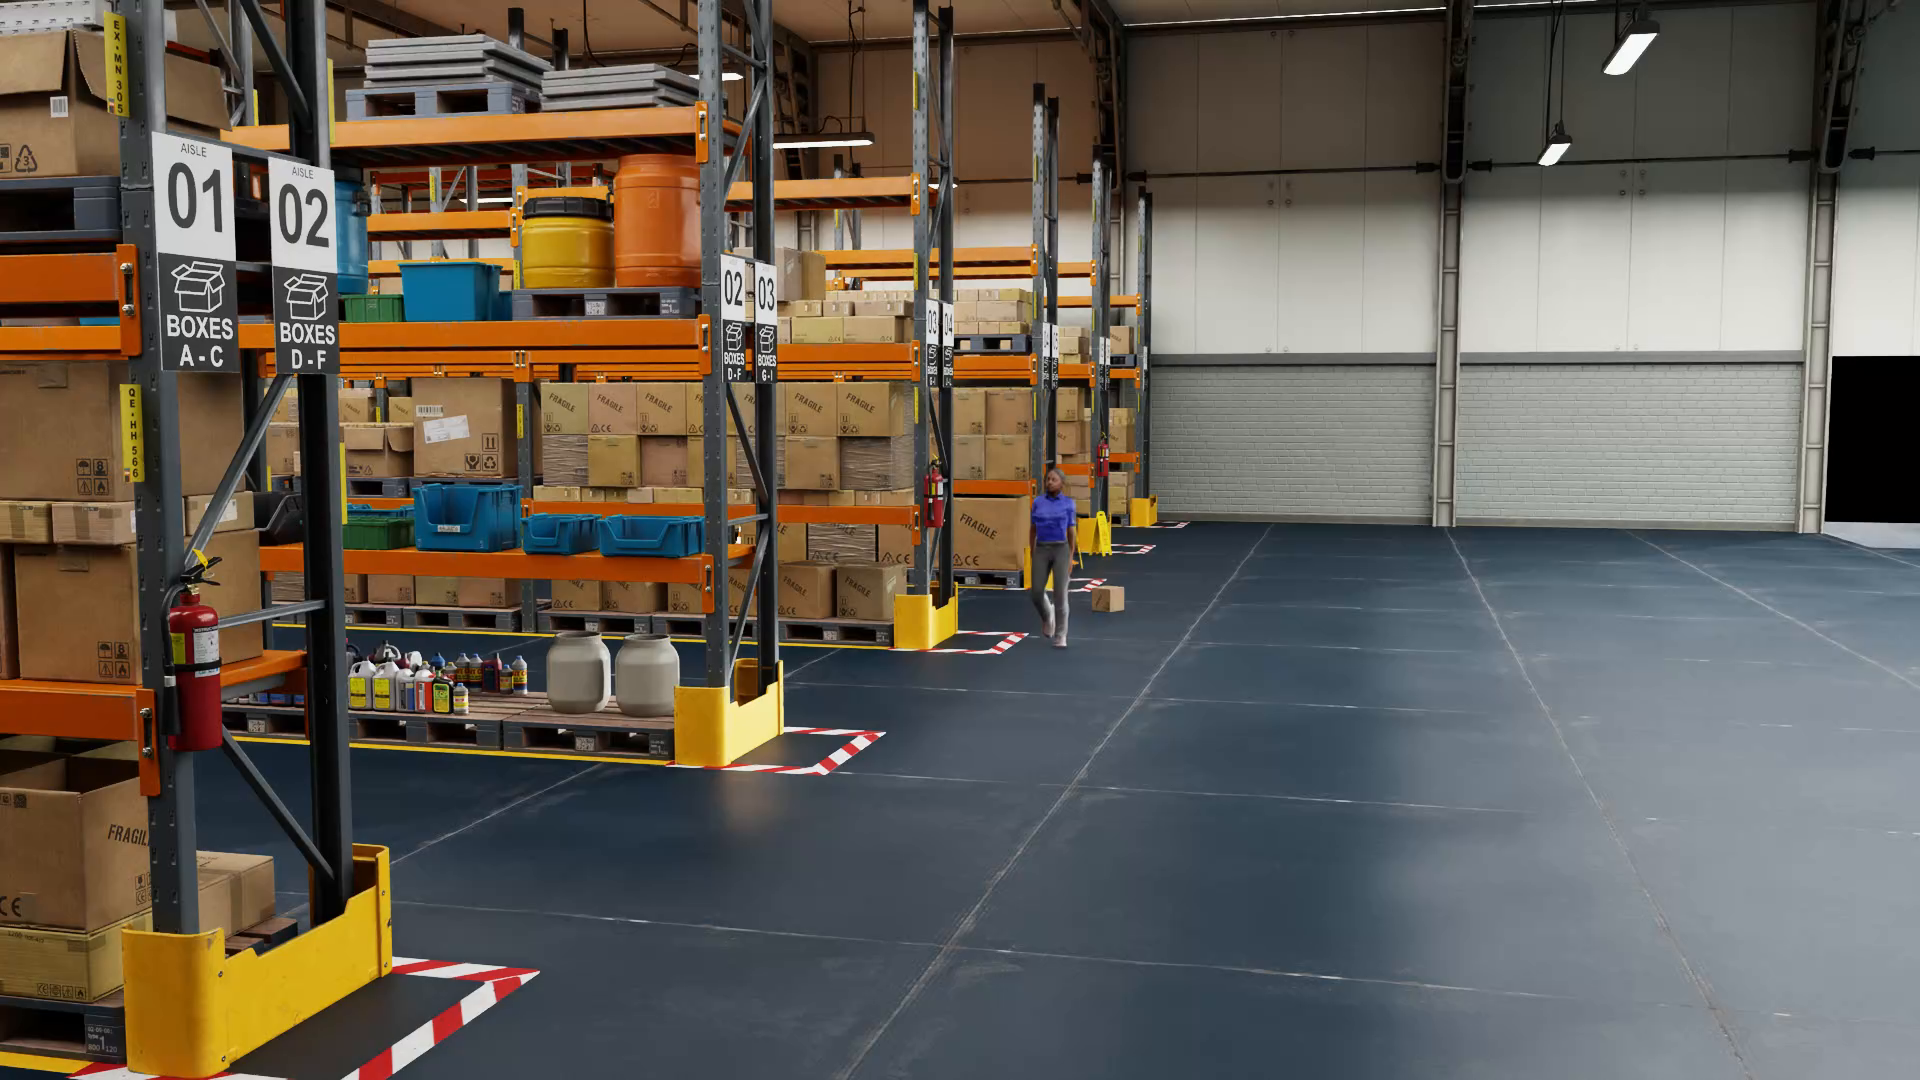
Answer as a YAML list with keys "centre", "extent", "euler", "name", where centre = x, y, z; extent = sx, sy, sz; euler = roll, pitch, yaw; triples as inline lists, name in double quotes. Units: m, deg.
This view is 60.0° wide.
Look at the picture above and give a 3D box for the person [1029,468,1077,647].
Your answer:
- centre: [0.864, 0.148, 15.414]
  extent: [0.449, 1.641, 0.538]
  euler: [1, 5, 14]
  name: "person"
